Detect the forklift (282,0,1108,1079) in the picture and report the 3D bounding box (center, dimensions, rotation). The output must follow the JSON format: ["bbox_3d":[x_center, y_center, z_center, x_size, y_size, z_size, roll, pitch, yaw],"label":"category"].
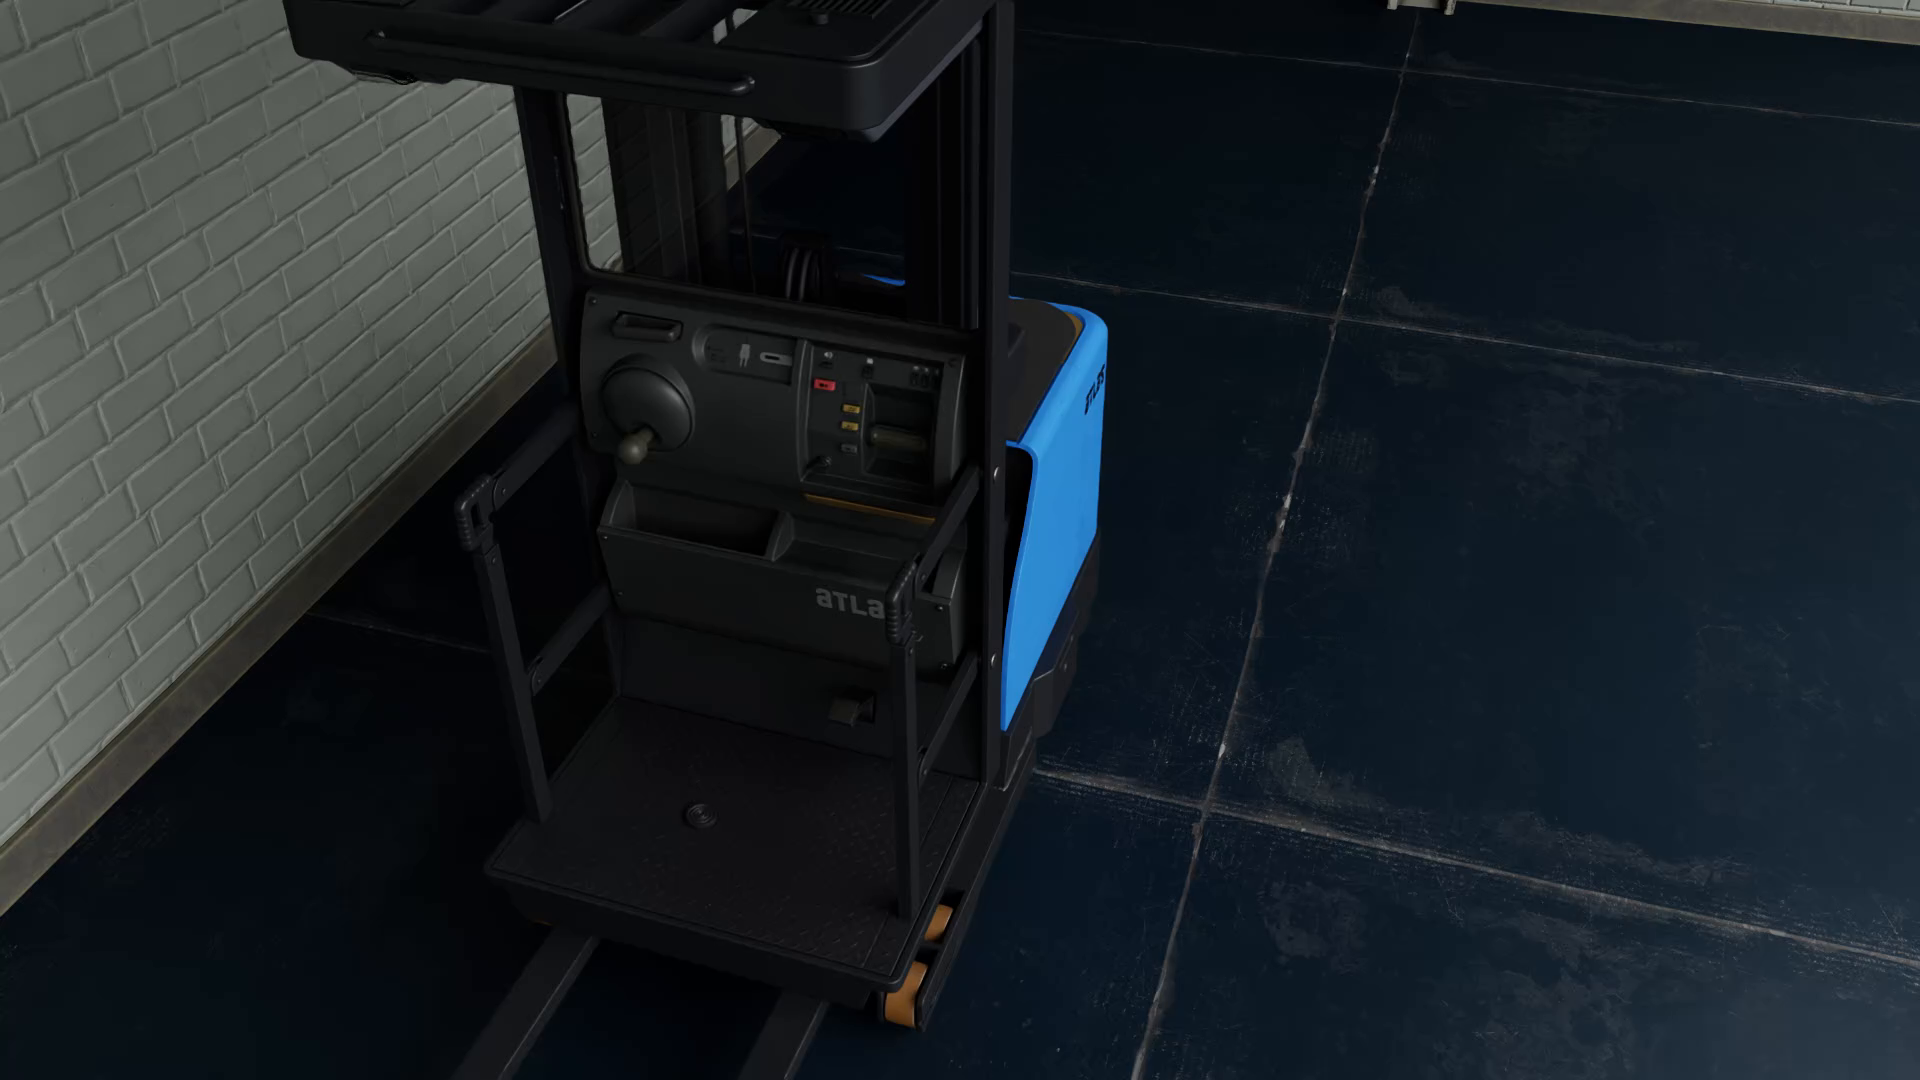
[{"bbox_3d":[-0.505,-0.251,3.618,1.130,2.935,3.031,11,38,15],"label":"forklift"}]
